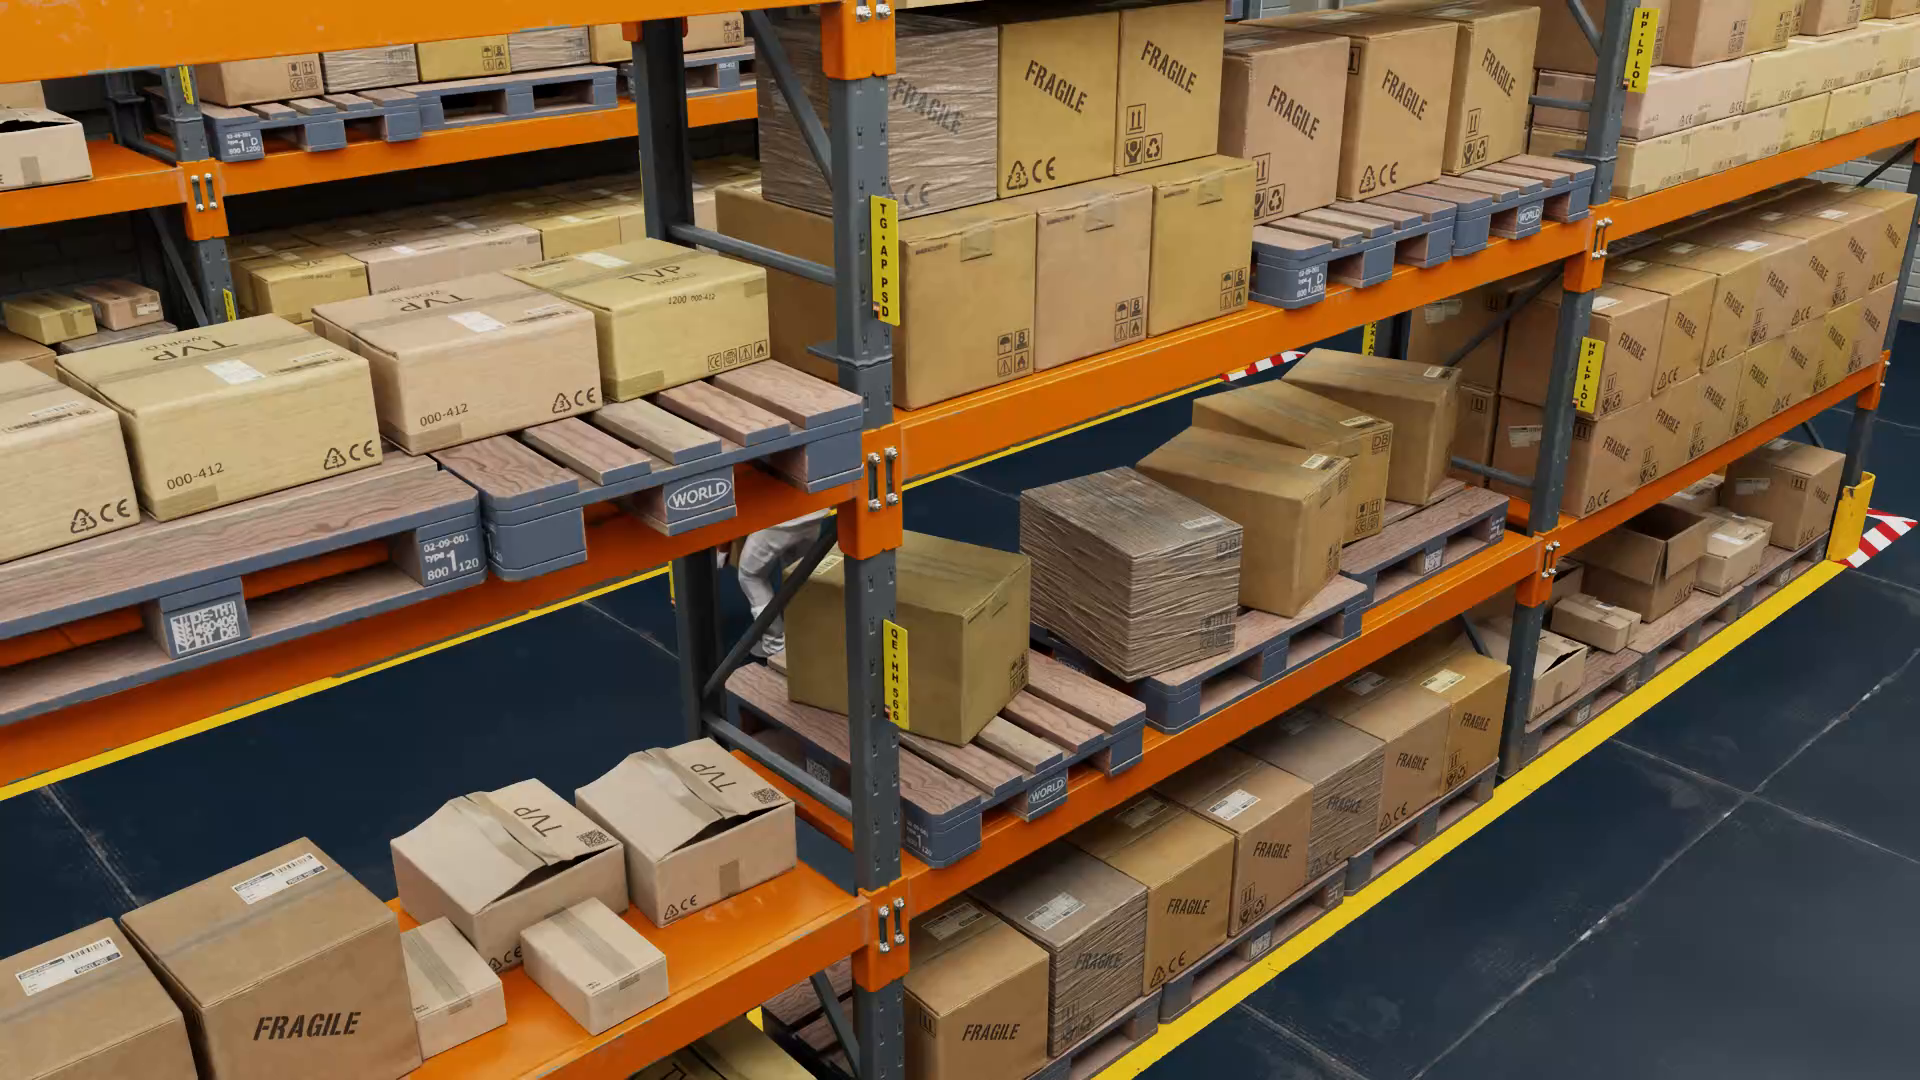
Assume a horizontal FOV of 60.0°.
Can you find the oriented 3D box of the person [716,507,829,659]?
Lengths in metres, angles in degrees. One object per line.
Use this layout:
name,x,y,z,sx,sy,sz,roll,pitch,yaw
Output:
person,-1.114,-0.026,9.242,0.919,1.287,0.499,22,32,40
